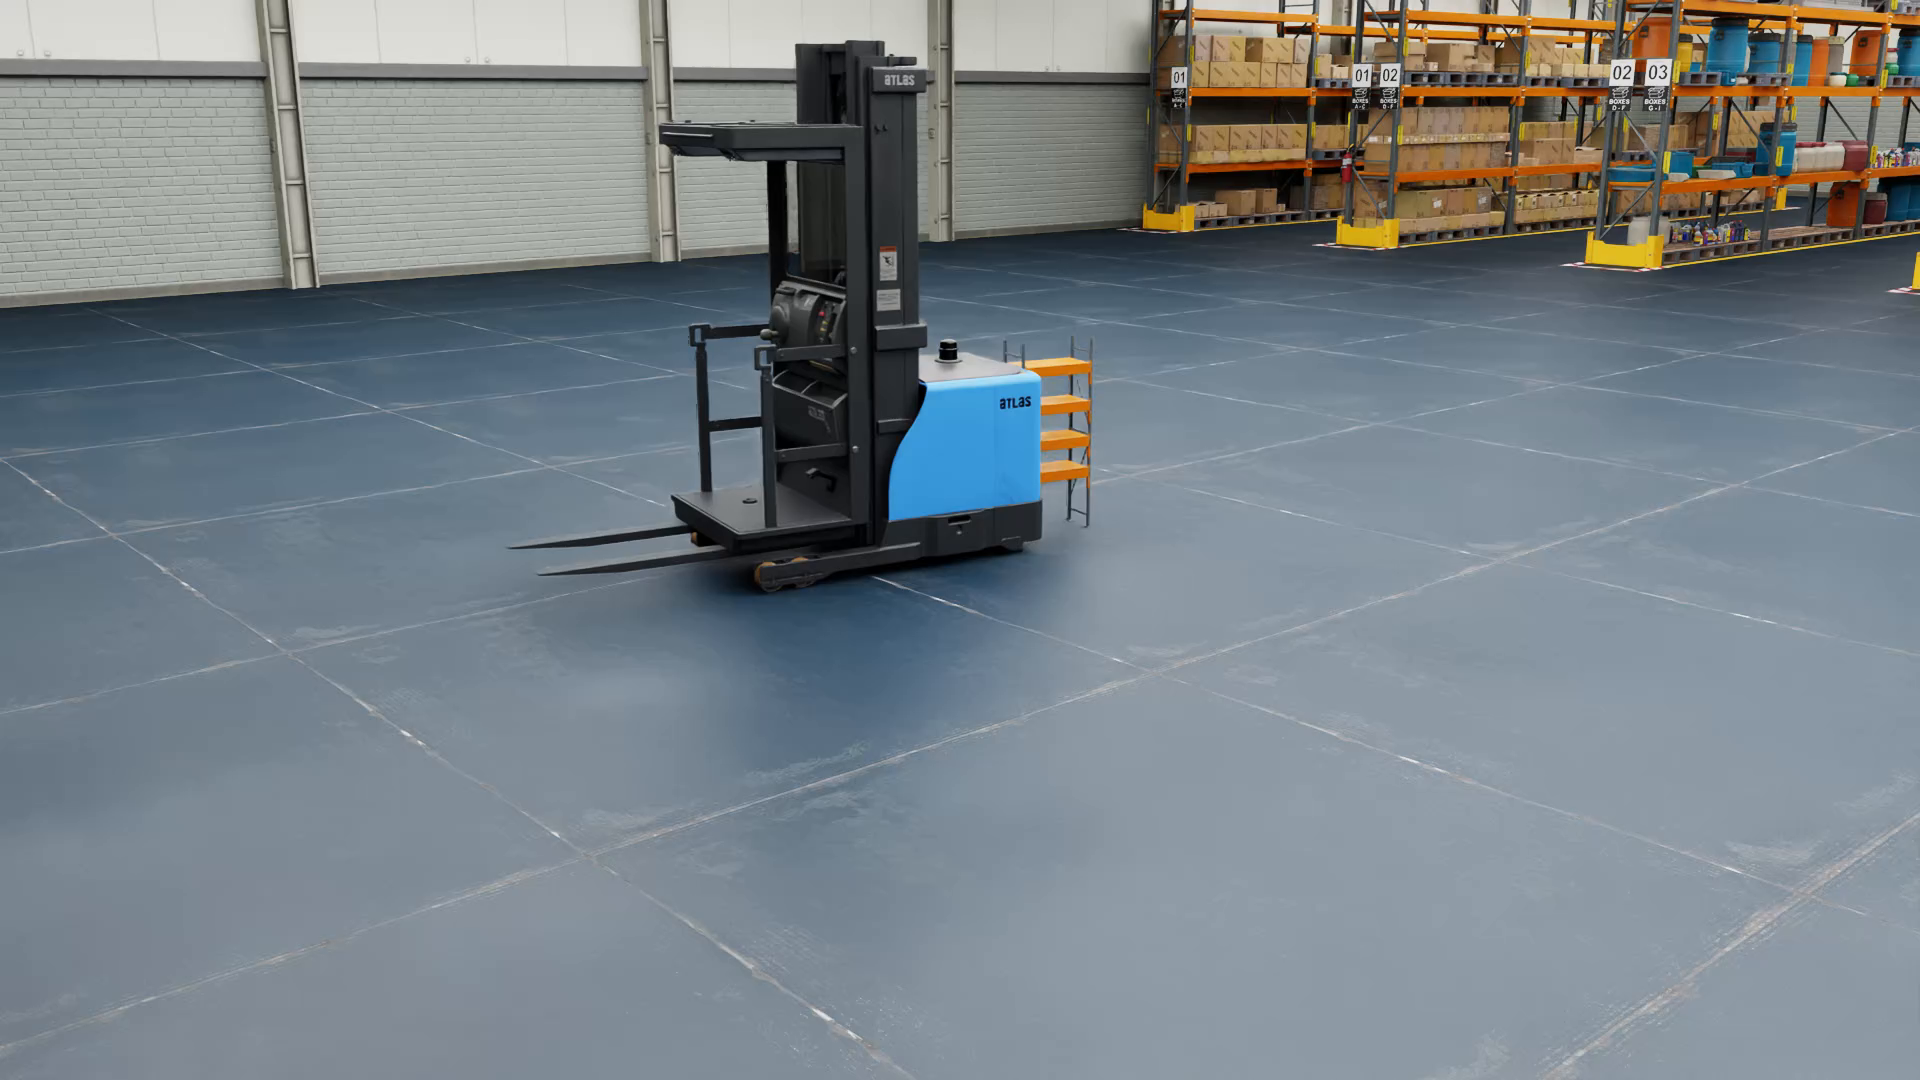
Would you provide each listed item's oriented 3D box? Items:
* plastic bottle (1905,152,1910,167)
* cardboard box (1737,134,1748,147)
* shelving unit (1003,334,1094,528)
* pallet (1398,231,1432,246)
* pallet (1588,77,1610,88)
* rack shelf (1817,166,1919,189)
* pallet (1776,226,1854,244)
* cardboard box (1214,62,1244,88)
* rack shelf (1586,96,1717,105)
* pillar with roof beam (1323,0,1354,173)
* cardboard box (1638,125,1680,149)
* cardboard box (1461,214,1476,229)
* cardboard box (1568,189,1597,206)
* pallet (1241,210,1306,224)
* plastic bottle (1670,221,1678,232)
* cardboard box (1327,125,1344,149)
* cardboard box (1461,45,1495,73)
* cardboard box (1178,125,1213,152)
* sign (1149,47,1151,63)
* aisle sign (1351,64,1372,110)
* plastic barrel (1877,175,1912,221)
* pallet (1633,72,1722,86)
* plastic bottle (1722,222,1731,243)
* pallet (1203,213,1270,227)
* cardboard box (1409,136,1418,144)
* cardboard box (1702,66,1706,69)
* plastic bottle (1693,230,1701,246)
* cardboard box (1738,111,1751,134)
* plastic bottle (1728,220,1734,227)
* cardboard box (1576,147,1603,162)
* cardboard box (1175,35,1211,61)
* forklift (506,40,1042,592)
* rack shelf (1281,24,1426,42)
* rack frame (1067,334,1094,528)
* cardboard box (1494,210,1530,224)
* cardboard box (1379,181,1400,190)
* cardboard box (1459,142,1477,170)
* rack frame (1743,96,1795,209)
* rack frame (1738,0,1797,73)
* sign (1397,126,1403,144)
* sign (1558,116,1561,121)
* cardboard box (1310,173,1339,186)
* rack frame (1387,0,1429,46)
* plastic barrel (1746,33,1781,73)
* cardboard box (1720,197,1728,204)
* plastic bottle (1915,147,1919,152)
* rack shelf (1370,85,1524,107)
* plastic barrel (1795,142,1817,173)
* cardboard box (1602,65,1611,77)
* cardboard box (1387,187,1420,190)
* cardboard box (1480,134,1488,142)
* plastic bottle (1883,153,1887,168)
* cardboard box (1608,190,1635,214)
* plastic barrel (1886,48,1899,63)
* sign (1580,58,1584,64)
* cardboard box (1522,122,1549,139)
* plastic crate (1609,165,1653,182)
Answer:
[{"bbox_3d":[18.611,-7.484,32.681,0.133,0.283,0.061,-13,19,-39],"label":"plastic bottle"},{"bbox_3d":[17.850,-9.146,38.482,0.500,0.500,0.500,-13,20,-40],"label":"cardboard box"},{"bbox_3d":[0.544,-0.651,10.364,0.503,1.200,0.258,-8,17,-28],"label":"shelving unit"},{"bbox_3d":[8.021,-5.650,30.993,1.213,0.211,1.003,-13,19,-39],"label":"pallet"},{"bbox_3d":[13.053,-9.440,34.333,1.003,0.211,1.213,-12,19,-37],"label":"pallet"},{"bbox_3d":[18.264,-7.241,32.940,4.000,0.370,1.077,-13,19,-39],"label":"rack shelf"},{"bbox_3d":[16.145,-5.779,31.475,1.213,0.211,1.003,-13,19,-39],"label":"pallet"},{"bbox_3d":[5.451,-9.511,34.000,0.500,0.500,0.500,-12,19,-37],"label":"cardboard box"},{"bbox_3d":[15.015,-9.655,36.165,4.000,0.370,1.077,-13,19,-39],"label":"rack shelf"},{"bbox_3d":[11.529,-11.187,34.693,0.400,9.000,9.100,-13,19,-39],"label":"pillar with roof beam"},{"bbox_3d":[15.543,-8.978,37.041,0.500,0.500,0.700,-9,17,-31],"label":"cardboard box"},{"bbox_3d":[9.531,-6.120,31.864,0.500,0.250,0.500,-13,19,-39],"label":"cardboard box"},{"bbox_3d":[12.885,-7.134,34.573,0.500,0.311,0.500,-13,20,-40],"label":"cardboard box"},{"bbox_3d":[6.751,-7.033,36.170,1.213,0.211,1.003,-13,19,-39],"label":"pallet"},{"bbox_3d":[12.253,-5.313,28.610,0.185,0.351,0.144,-12,19,-37],"label":"plastic bottle"},{"bbox_3d":[8.067,-8.934,36.840,0.500,0.500,0.700,-10,18,-34],"label":"cardboard box"},{"bbox_3d":[9.936,-9.271,32.055,0.500,0.500,0.500,-11,18,-35],"label":"cardboard box"},{"bbox_3d":[4.774,-8.145,33.729,0.500,0.500,0.500,-13,19,-39],"label":"cardboard box"},{"bbox_3d":[3.868,-9.812,33.641,0.005,0.325,0.100,-13,19,-39],"label":"sign"},{"bbox_3d":[7.229,-8.161,29.954,0.004,0.787,0.394,-13,19,-39],"label":"aisle sign"},{"bbox_3d":[18.817,-6.908,33.550,0.708,0.901,0.600,-13,19,-39],"label":"plastic barrel"},{"bbox_3d":[11.409,-7.374,26.596,1.213,0.211,1.003,-13,19,-39],"label":"pallet"},{"bbox_3d":[13.053,-5.252,28.382,0.185,0.351,0.144,-13,20,-40],"label":"plastic bottle"},{"bbox_3d":[5.830,-6.825,35.393,1.213,0.211,1.003,-13,19,-39],"label":"pallet"},{"bbox_3d":[8.106,-7.291,30.282,0.250,0.149,0.380,-13,20,-41],"label":"cardboard box"},{"bbox_3d":[17.054,-10.545,37.423,0.500,0.250,0.500,-13,19,-39],"label":"cardboard box"},{"bbox_3d":[12.293,-5.035,27.723,0.097,0.271,0.097,0,15,0],"label":"plastic bottle"},{"bbox_3d":[17.841,-9.623,38.333,0.500,0.500,0.500,-13,20,-41],"label":"cardboard box"},{"bbox_3d":[13.346,-5.368,28.813,0.185,0.351,0.144,-13,19,-39],"label":"plastic bottle"},{"bbox_3d":[13.203,-8.118,35.004,0.500,0.311,0.500,-11,19,-36],"label":"cardboard box"},{"bbox_3d":[4.667,-9.831,33.261,0.500,0.500,0.500,14,21,43],"label":"cardboard box"},{"bbox_3d":[-1.046,-1.284,9.377,3.031,2.935,1.130,-8,17,-28],"label":"forklift"},{"bbox_3d":[8.743,-11.197,36.901,4.000,0.370,1.077,-13,19,-39],"label":"rack shelf"},{"bbox_3d":[0.757,-0.682,10.478,0.015,1.200,0.240,-8,17,-28],"label":"rack frame"},{"bbox_3d":[10.956,-6.432,33.030,0.500,0.250,0.500,-13,20,-41],"label":"cardboard box"},{"bbox_3d":[9.743,-8.051,38.570,0.500,0.500,0.700,-12,19,-39],"label":"cardboard box"},{"bbox_3d":[9.384,-7.334,31.701,0.500,0.500,0.700,-12,19,-39],"label":"cardboard box"},{"bbox_3d":[19.542,-9.570,40.265,0.127,3.000,1.000,-13,19,-39],"label":"rack frame"},{"bbox_3d":[13.738,-9.470,28.268,0.127,3.000,1.000,-13,19,-39],"label":"rack frame"},{"bbox_3d":[7.831,-7.207,29.587,0.005,0.325,0.100,-13,19,-39],"label":"sign"},{"bbox_3d":[15.927,-11.099,44.159,0.005,0.325,0.100,-13,19,-39],"label":"sign"},{"bbox_3d":[8.109,-8.071,37.192,0.500,0.250,0.500,-13,20,-41],"label":"cardboard box"},{"bbox_3d":[10.252,-12.077,38.025,0.127,3.000,1.000,-13,19,-39],"label":"rack frame"},{"bbox_3d":[13.979,-8.392,29.071,0.708,0.901,0.600,-13,19,-39],"label":"plastic barrel"},{"bbox_3d":[17.629,-7.913,38.701,0.250,0.166,0.380,-13,19,-39],"label":"cardboard box"},{"bbox_3d":[19.200,-7.712,33.405,0.185,0.351,0.144,-13,19,-39],"label":"plastic bottle"},{"bbox_3d":[8.980,-8.300,31.092,4.000,0.370,1.077,-13,19,-39],"label":"rack shelf"},{"bbox_3d":[15.157,-6.881,29.936,0.433,0.535,0.433,0,15,0],"label":"plastic barrel"},{"bbox_3d":[13.201,-9.706,34.440,0.500,0.250,0.500,14,21,43],"label":"cardboard box"},{"bbox_3d":[8.425,-6.417,31.523,0.500,0.500,0.500,-13,19,-39],"label":"cardboard box"},{"bbox_3d":[9.843,-7.680,31.738,0.250,0.149,0.380,-13,20,-39],"label":"cardboard box"},{"bbox_3d":[17.774,-7.296,31.978,0.133,0.283,0.061,-13,19,-39],"label":"plastic bottle"},{"bbox_3d":[14.038,-7.241,35.537,0.500,0.500,0.500,-12,19,-37],"label":"cardboard box"},{"bbox_3d":[17.994,-9.297,32.354,0.433,0.535,0.433,0,15,0],"label":"plastic barrel"},{"bbox_3d":[13.152,-10.020,35.134,0.005,0.325,0.100,-13,19,-39],"label":"sign"},{"bbox_3d":[14.244,-10.212,42.088,0.700,0.700,0.980,-13,20,-41],"label":"cardboard box"},{"bbox_3d":[10.901,-5.966,27.060,0.616,0.251,0.499,-13,19,-39],"label":"plastic crate"}]
